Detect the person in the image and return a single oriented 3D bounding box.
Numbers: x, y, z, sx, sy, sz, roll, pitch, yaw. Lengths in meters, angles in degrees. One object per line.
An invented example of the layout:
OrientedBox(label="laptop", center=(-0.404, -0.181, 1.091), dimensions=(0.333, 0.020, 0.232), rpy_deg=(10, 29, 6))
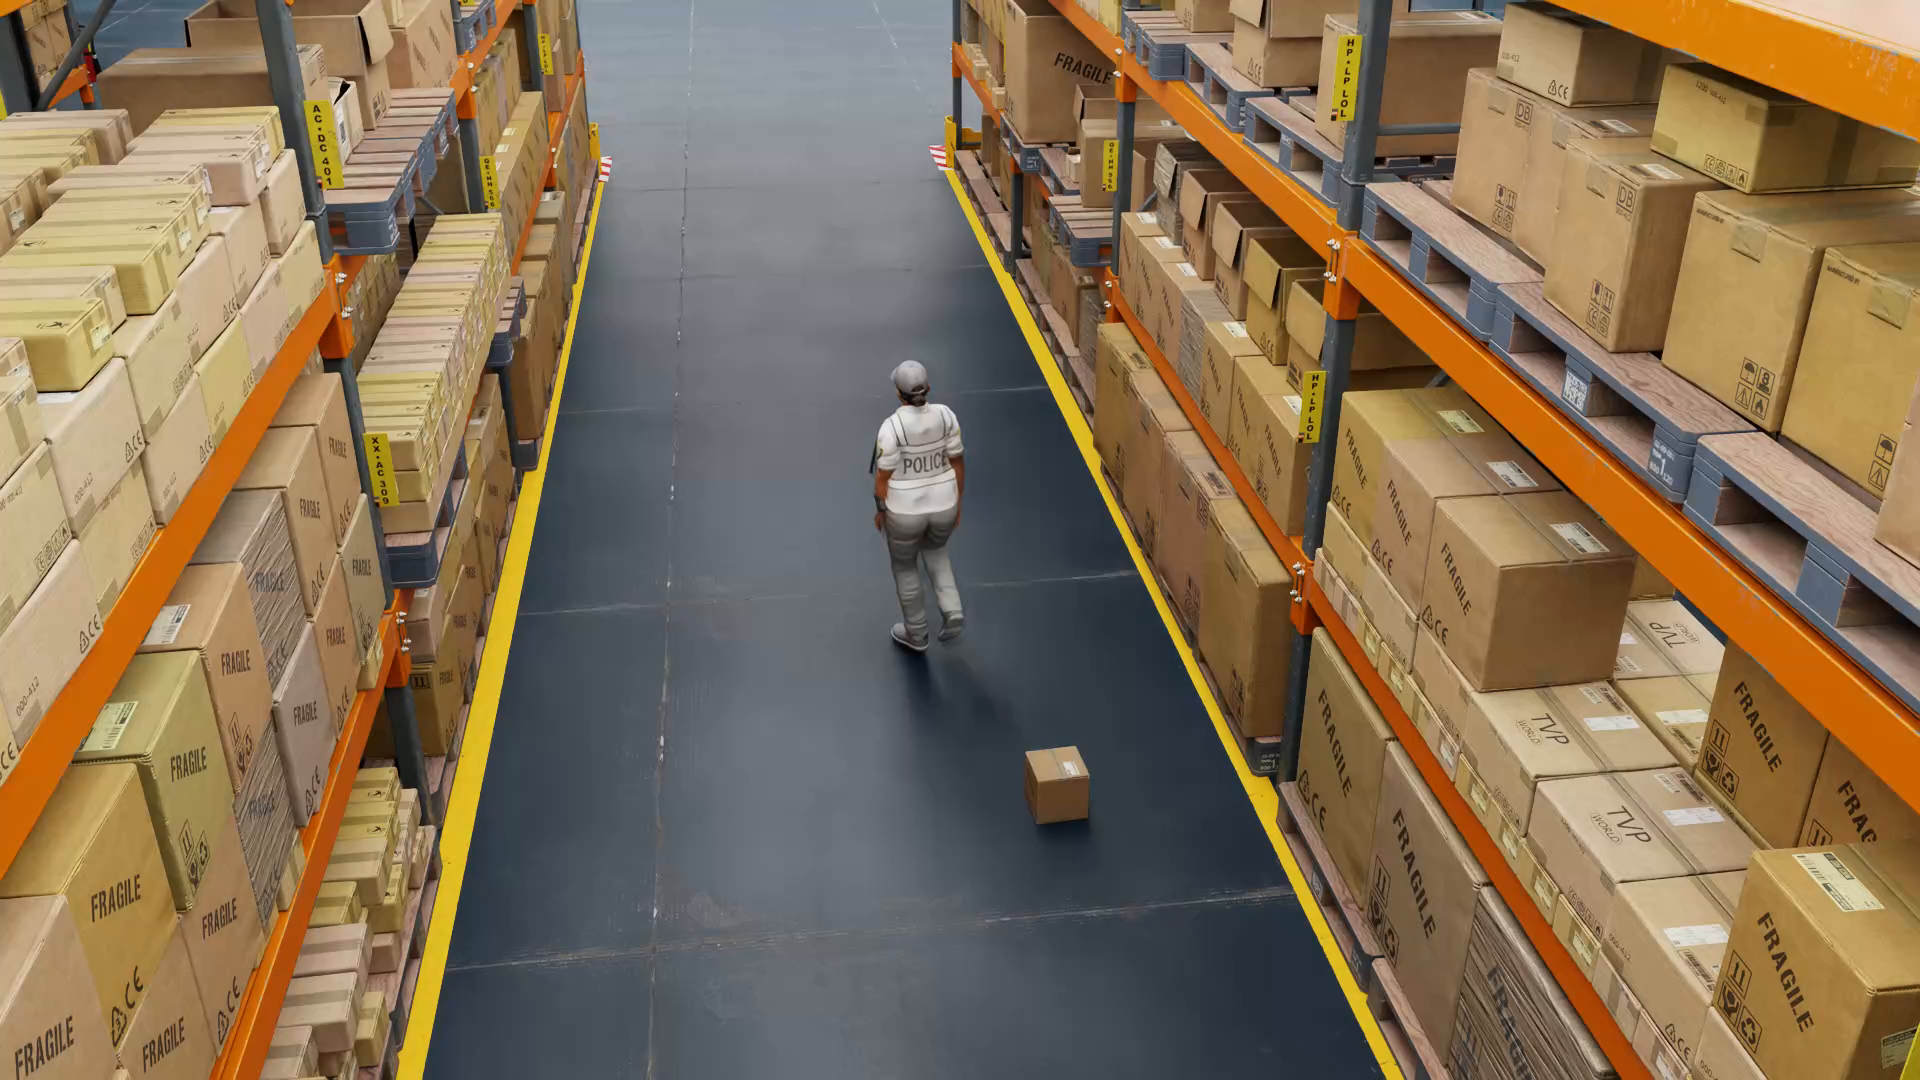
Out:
OrientedBox(label="person", center=(-0.216, -0.169, 8.896), dimensions=(0.485, 1.661, 0.463), rpy_deg=(-15, 31, -26))
